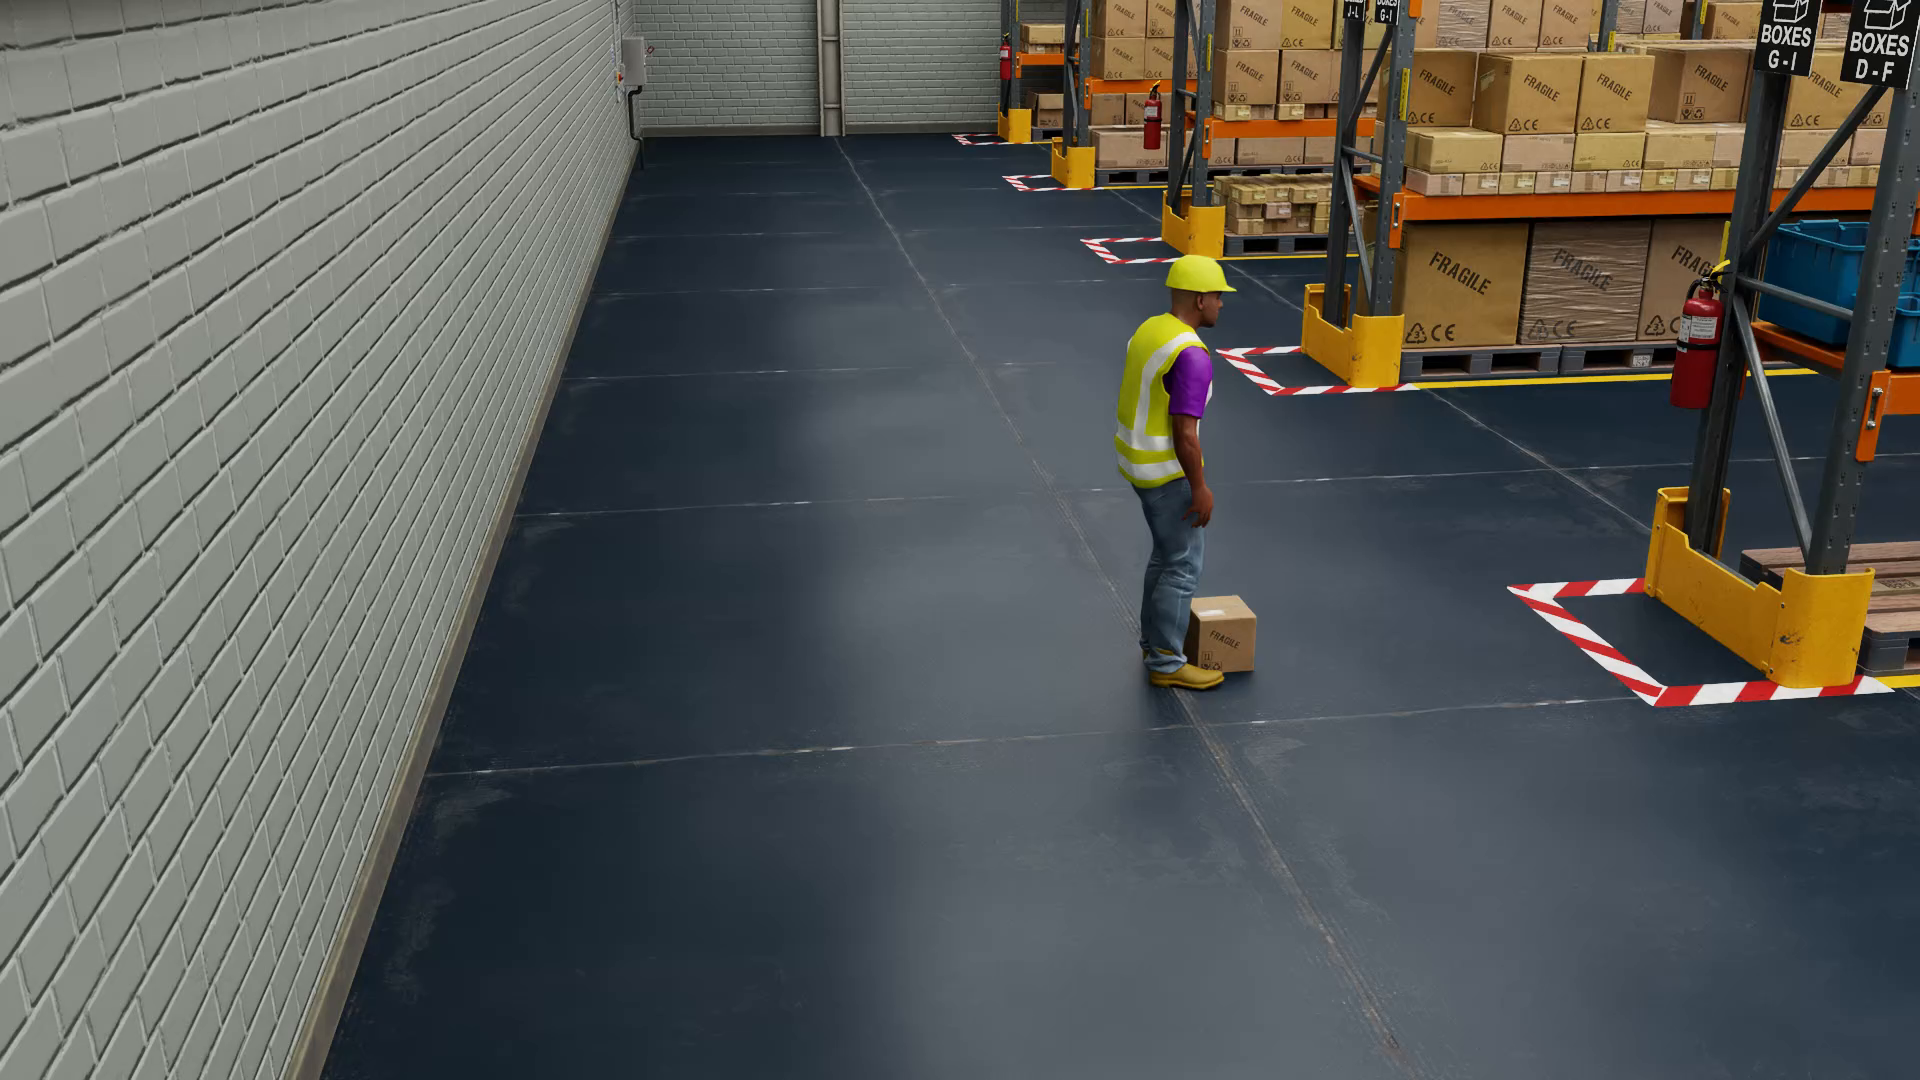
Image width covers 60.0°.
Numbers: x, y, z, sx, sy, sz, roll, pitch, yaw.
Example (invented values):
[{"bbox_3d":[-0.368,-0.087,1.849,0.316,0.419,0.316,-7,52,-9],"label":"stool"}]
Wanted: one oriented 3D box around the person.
[{"bbox_3d":[0.883,-0.290,6.851,0.461,1.759,0.630,-4,20,-11],"label":"person"}]
